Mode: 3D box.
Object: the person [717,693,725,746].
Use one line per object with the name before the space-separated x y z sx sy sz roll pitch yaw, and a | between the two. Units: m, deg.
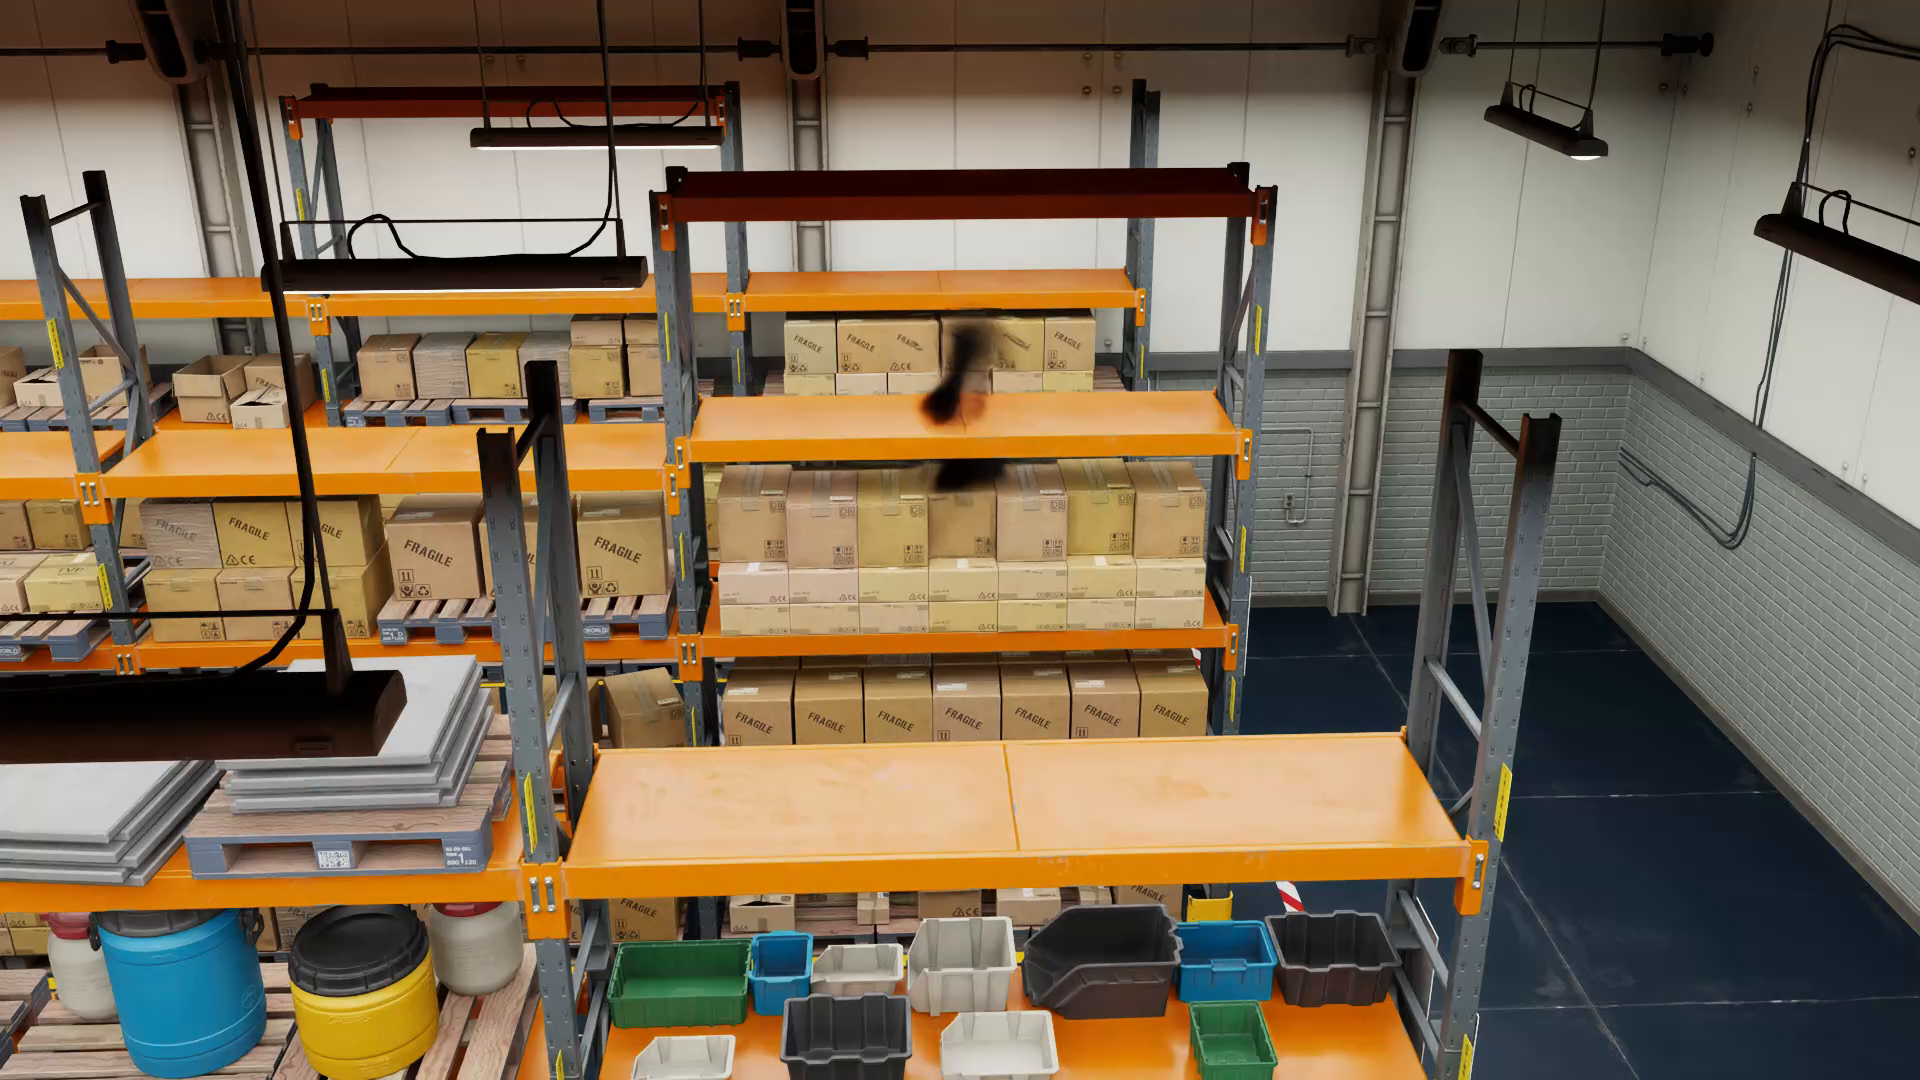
person | -2.226 1.818 14.476 0.733 1.671 0.560 -8 23 -18
